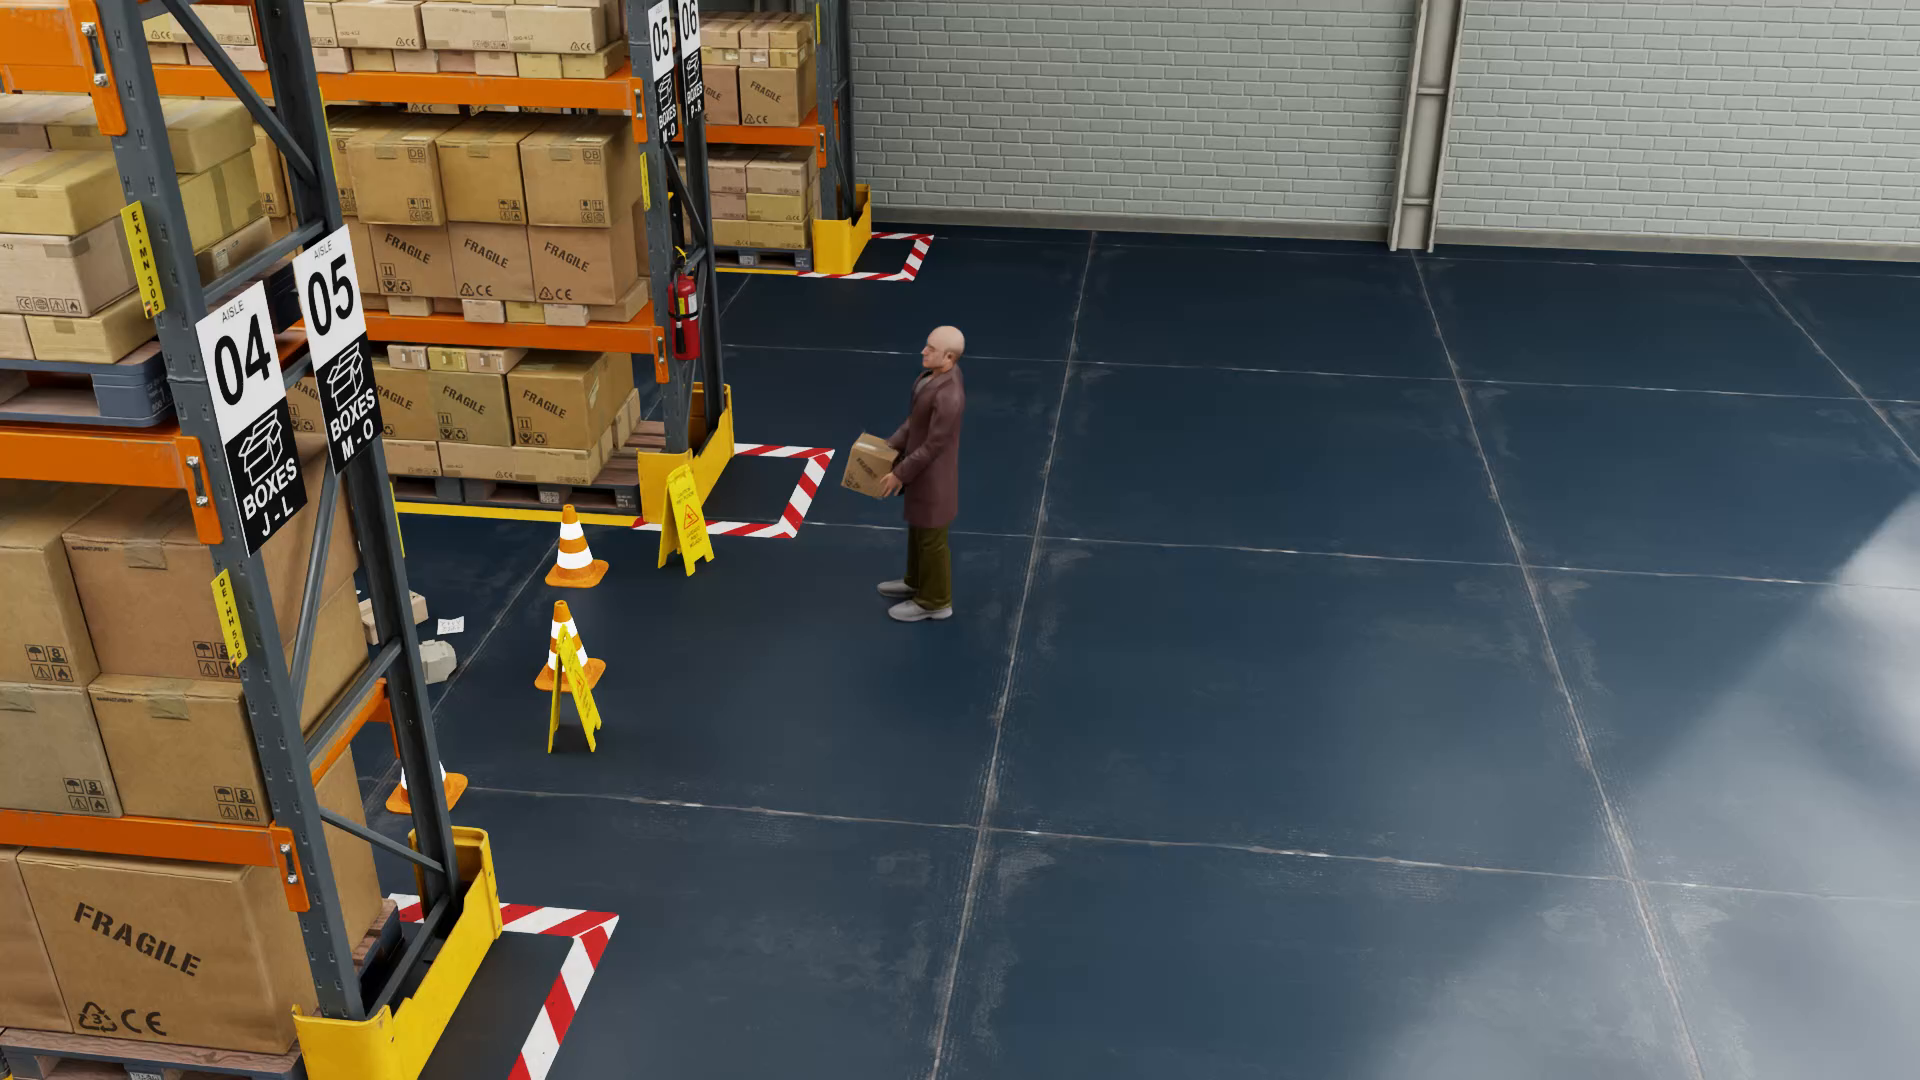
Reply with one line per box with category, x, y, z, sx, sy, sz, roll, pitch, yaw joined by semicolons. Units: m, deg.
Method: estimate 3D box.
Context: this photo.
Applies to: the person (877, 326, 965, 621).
person;-0.224;-0.362;9.307;0.497;1.782;0.588;-3;28;-5
